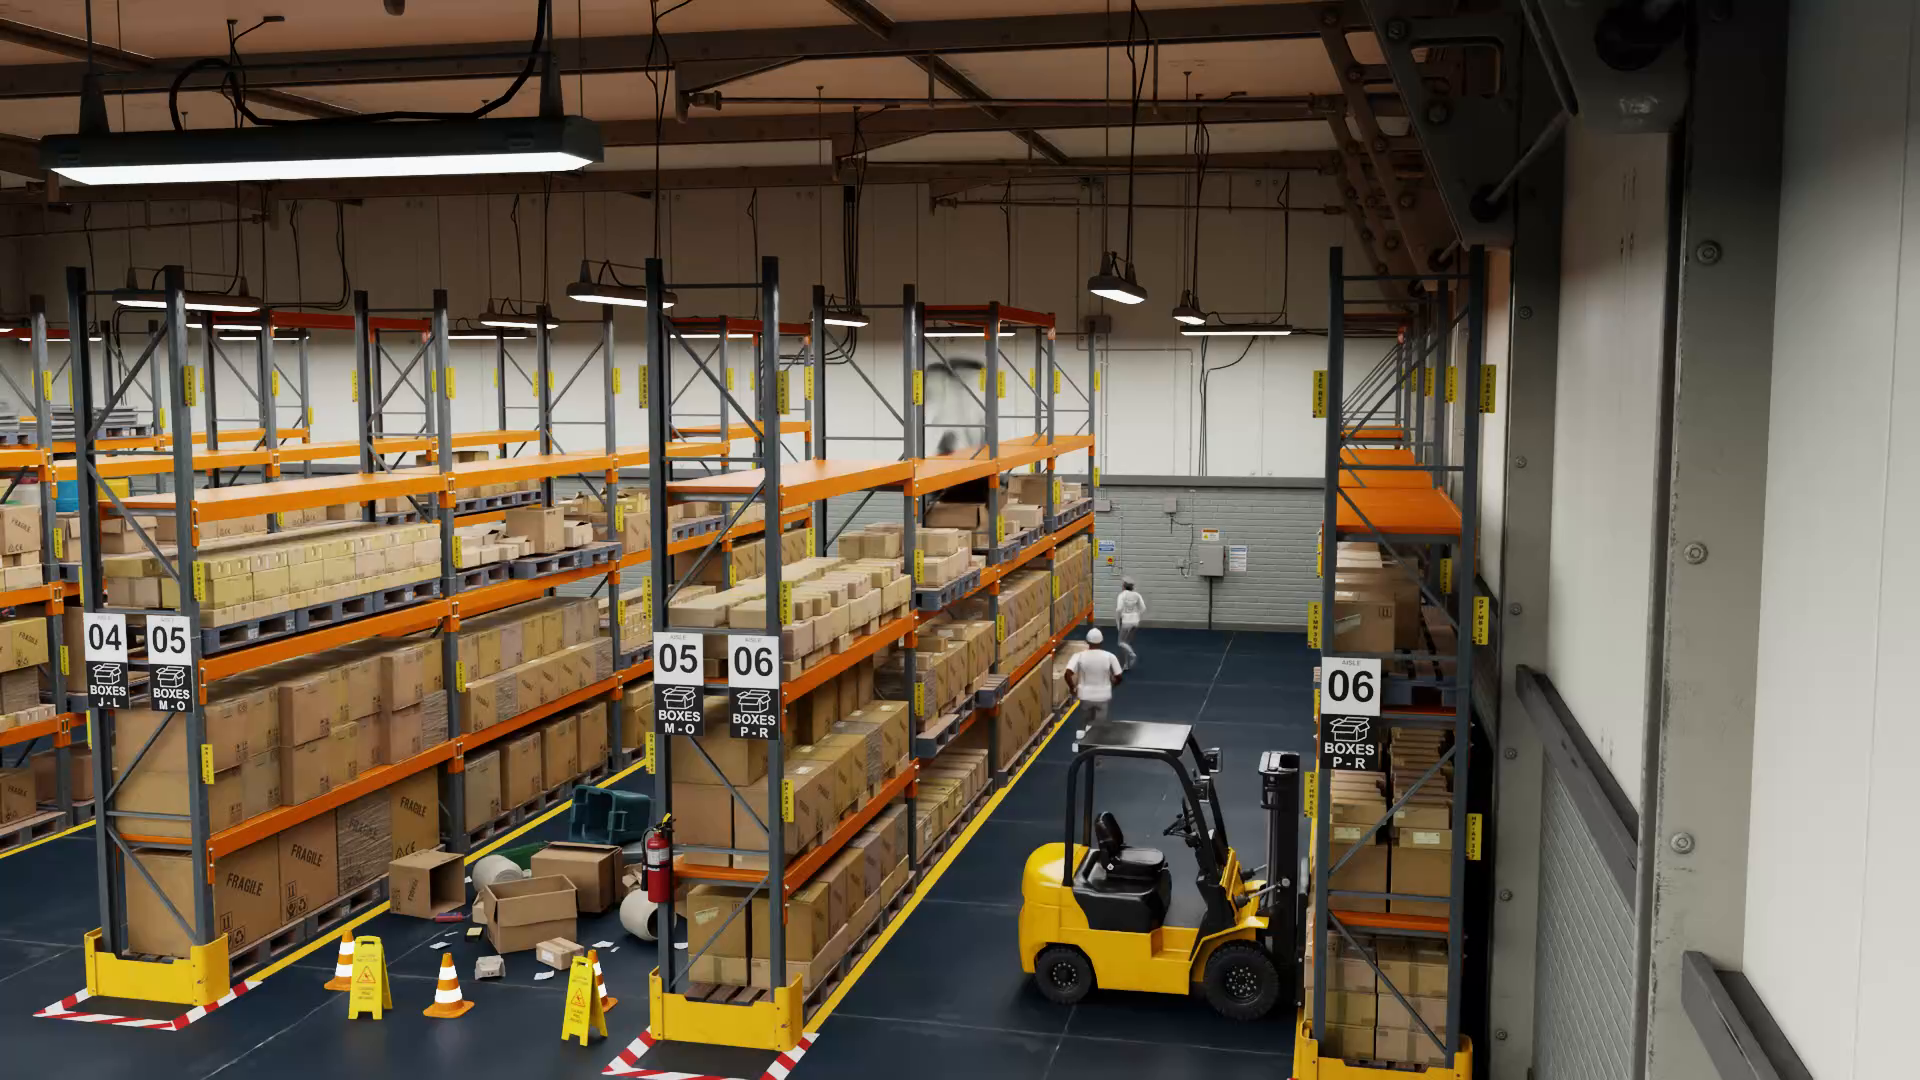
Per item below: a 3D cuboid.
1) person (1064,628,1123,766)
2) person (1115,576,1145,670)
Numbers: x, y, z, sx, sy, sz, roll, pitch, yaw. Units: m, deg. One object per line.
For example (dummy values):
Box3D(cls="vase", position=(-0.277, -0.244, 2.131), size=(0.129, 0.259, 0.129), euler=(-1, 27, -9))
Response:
Box3D(cls="person", position=(1.636, 1.973, 20.353), size=(0.708, 1.786, 0.823), euler=(1, 6, 6))
Box3D(cls="person", position=(2.938, 1.458, 28.701), size=(0.633, 1.666, 0.562), euler=(-3, 7, -30))
